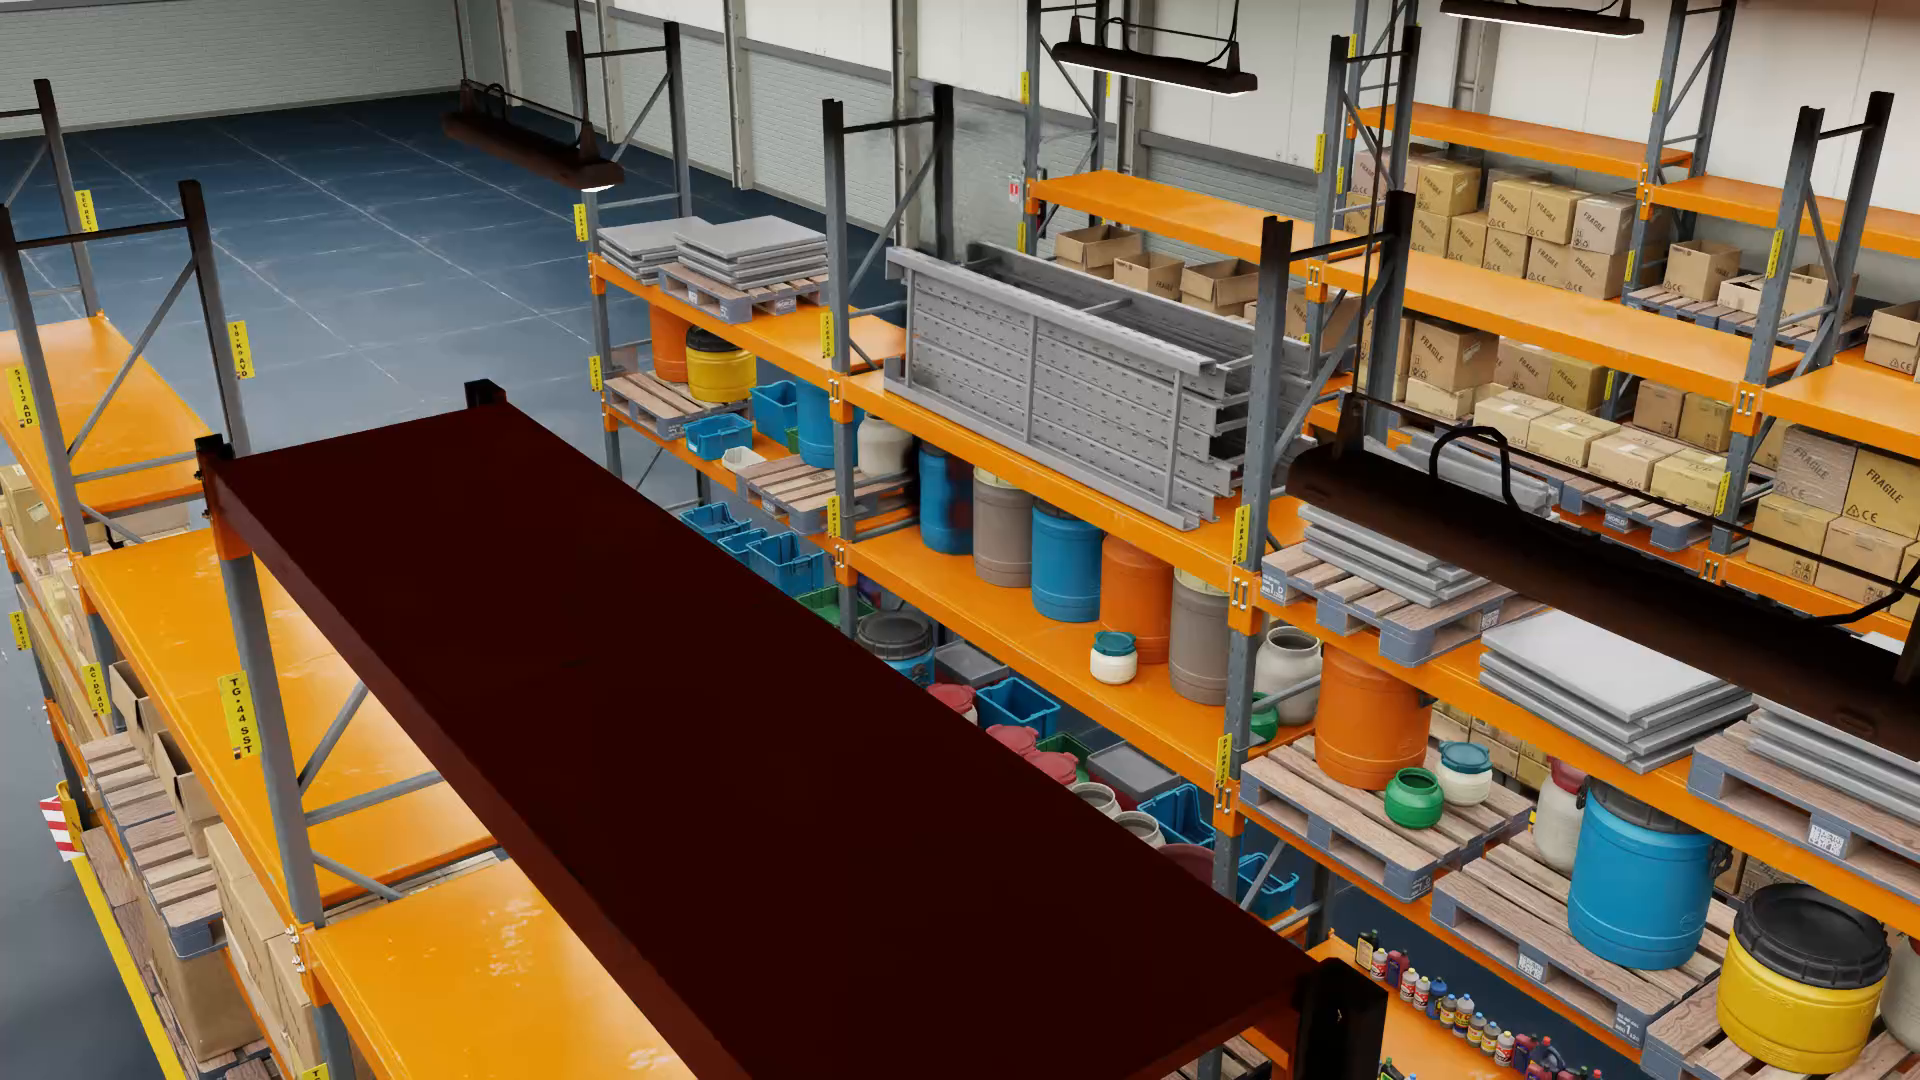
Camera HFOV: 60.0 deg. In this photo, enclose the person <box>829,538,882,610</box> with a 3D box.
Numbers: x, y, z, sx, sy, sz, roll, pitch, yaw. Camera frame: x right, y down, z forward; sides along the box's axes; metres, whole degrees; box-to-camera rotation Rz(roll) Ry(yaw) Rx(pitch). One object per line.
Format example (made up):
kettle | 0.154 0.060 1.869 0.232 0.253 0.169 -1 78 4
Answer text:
person | -5.857 2.804 11.091 0.679 1.586 16.357 17 30 33
